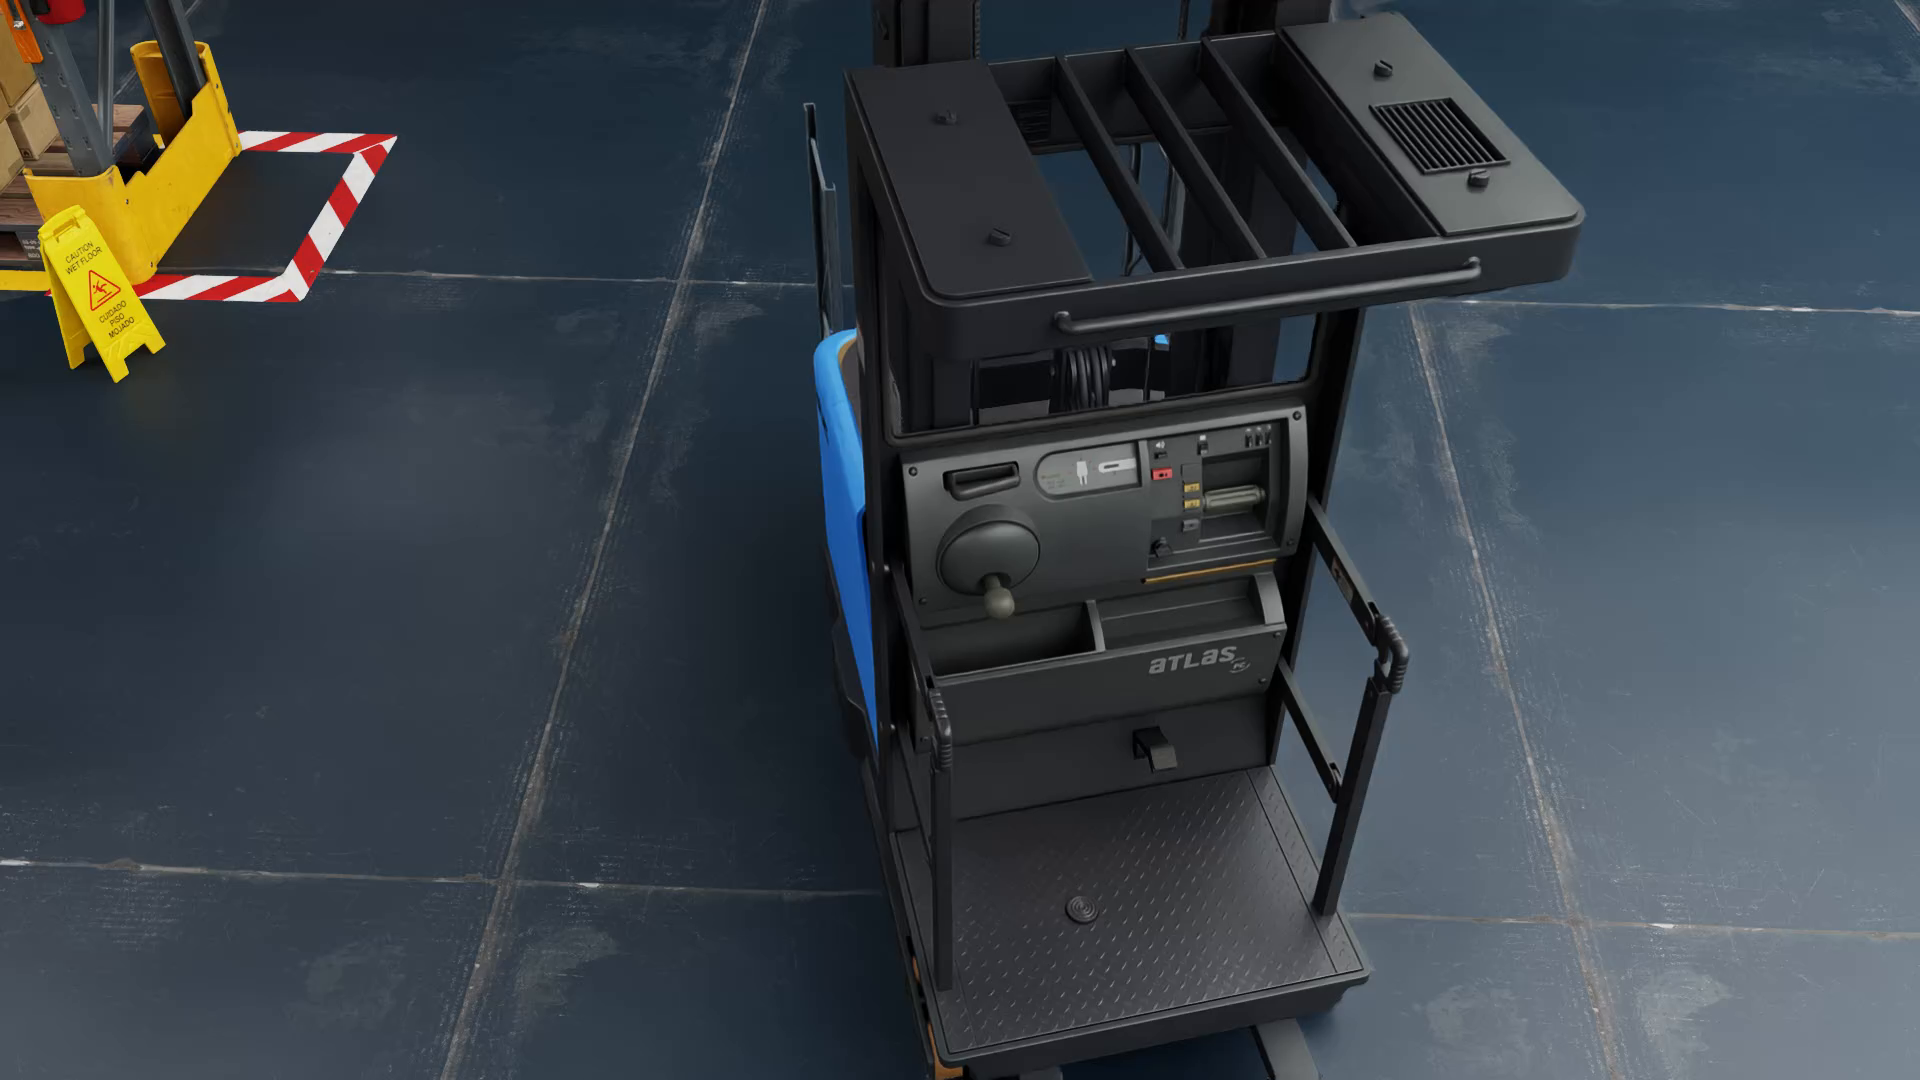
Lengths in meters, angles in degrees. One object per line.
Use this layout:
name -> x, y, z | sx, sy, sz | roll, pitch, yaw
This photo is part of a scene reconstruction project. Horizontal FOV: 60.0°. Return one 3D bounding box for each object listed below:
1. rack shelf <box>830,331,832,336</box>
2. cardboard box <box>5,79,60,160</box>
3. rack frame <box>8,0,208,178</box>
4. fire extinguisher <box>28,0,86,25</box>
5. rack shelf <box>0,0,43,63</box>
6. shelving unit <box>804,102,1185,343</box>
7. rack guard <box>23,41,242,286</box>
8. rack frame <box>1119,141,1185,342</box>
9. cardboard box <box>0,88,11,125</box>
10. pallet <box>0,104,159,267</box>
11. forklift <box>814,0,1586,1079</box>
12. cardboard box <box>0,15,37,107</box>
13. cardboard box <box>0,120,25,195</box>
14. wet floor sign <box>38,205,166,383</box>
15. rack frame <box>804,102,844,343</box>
rack shelf -> 0.095, -0.516, 5.468 | 1.000, 0.185, 0.538 | -7, 43, -8
cardboard box -> -4.234, -1.910, 7.308 | 0.500, 0.250, 0.500 | 1, 43, 2
rack frame -> -3.440, -2.549, 6.286 | 0.127, 3.000, 1.000 | 2, 43, 2
fire extinguisher -> -3.347, -2.203, 5.971 | 0.183, 0.674, 0.296 | 2, 43, 2
rack shelf -> -5.438, -2.347, 6.597 | 4.000, 0.370, 1.077 | 2, 43, 2
shelving unit -> 0.095, -0.648, 5.345 | 1.048, 1.500, 0.538 | -7, 43, -8
rack guard -> -3.516, -1.637, 7.140 | 0.348, 0.500, 1.175 | 2, 43, 2
rack frame -> 0.595, -0.711, 5.413 | 0.032, 1.500, 0.500 | -7, 43, -8
cardboard box -> -4.253, -1.818, 6.660 | 0.500, 0.500, 0.500 | 2, 43, 2
pallet -> -4.326, -1.580, 7.291 | 1.213, 0.211, 1.003 | 2, 43, 2
forklift -> 0.383, 0.020, 3.579 | 1.130, 2.935, 3.031 | -9, 44, -9
cardboard box -> -4.258, -2.184, 7.053 | 0.500, 0.500, 0.500 | 0, 43, 0
cardboard box -> -4.284, -1.539, 6.910 | 0.500, 0.250, 0.500 | 2, 43, 2
wet floor sign -> -3.299, -0.953, 6.300 | 0.232, 0.644, 0.267 | 16, 45, 16
rack frame -> -0.404, -0.584, 5.277 | 0.032, 1.500, 0.500 | -7, 43, -8
